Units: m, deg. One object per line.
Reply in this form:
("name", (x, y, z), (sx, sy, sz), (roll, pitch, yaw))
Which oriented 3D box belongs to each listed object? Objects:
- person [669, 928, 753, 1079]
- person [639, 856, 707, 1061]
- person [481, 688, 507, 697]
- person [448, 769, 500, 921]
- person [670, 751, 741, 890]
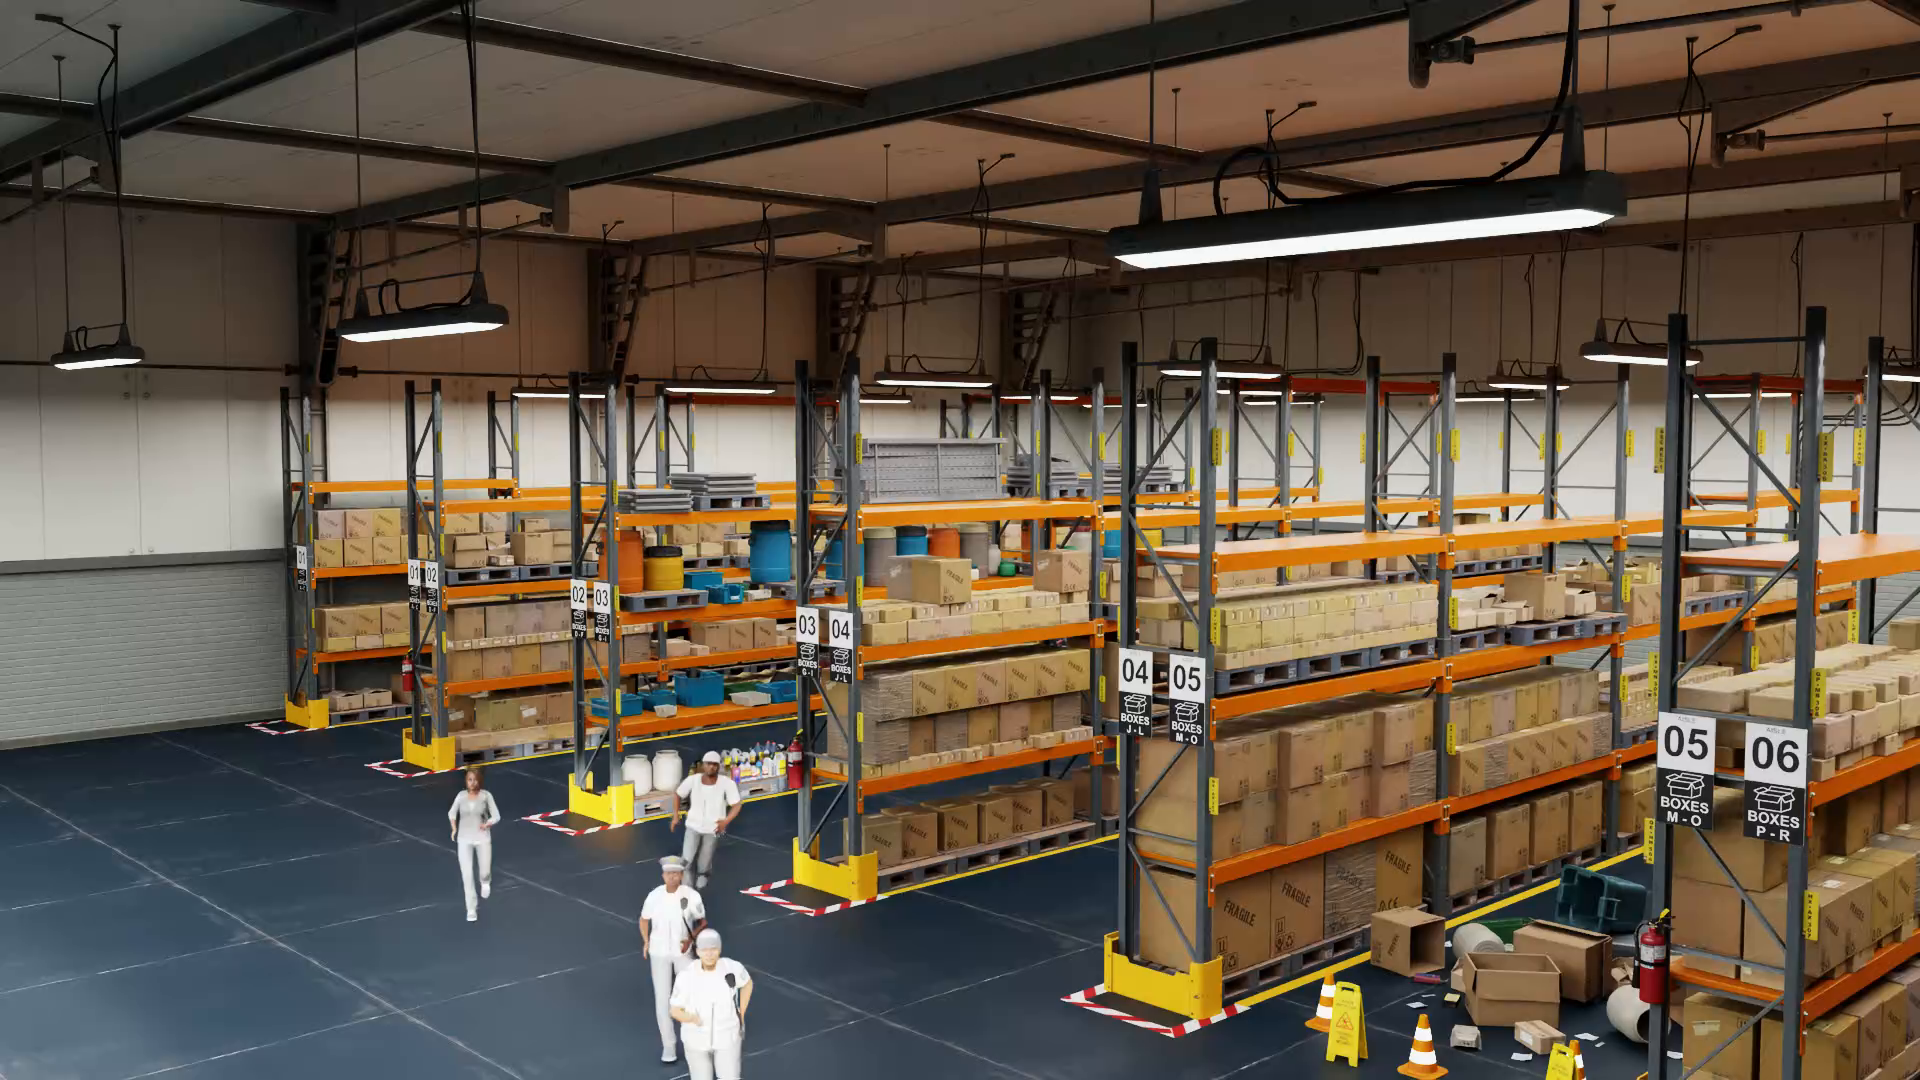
("person", (-1.757, 3.595, 11.773), (0.583, 1.725, 0.746), (0, 4, -7))
("person", (-2.408, 3.444, 13.912), (0.581, 1.655, 0.681), (0, 4, -3))
("person", (-7.989, 2.453, 28.775), (0.672, 1.741, 0.779), (3, 5, 41))
("person", (-5.221, 3.237, 17.864), (0.548, 1.563, 0.767), (-1, 4, -11))
("person", (-2.784, 3.162, 18.229), (0.755, 1.733, 0.710), (0, 4, 2))
